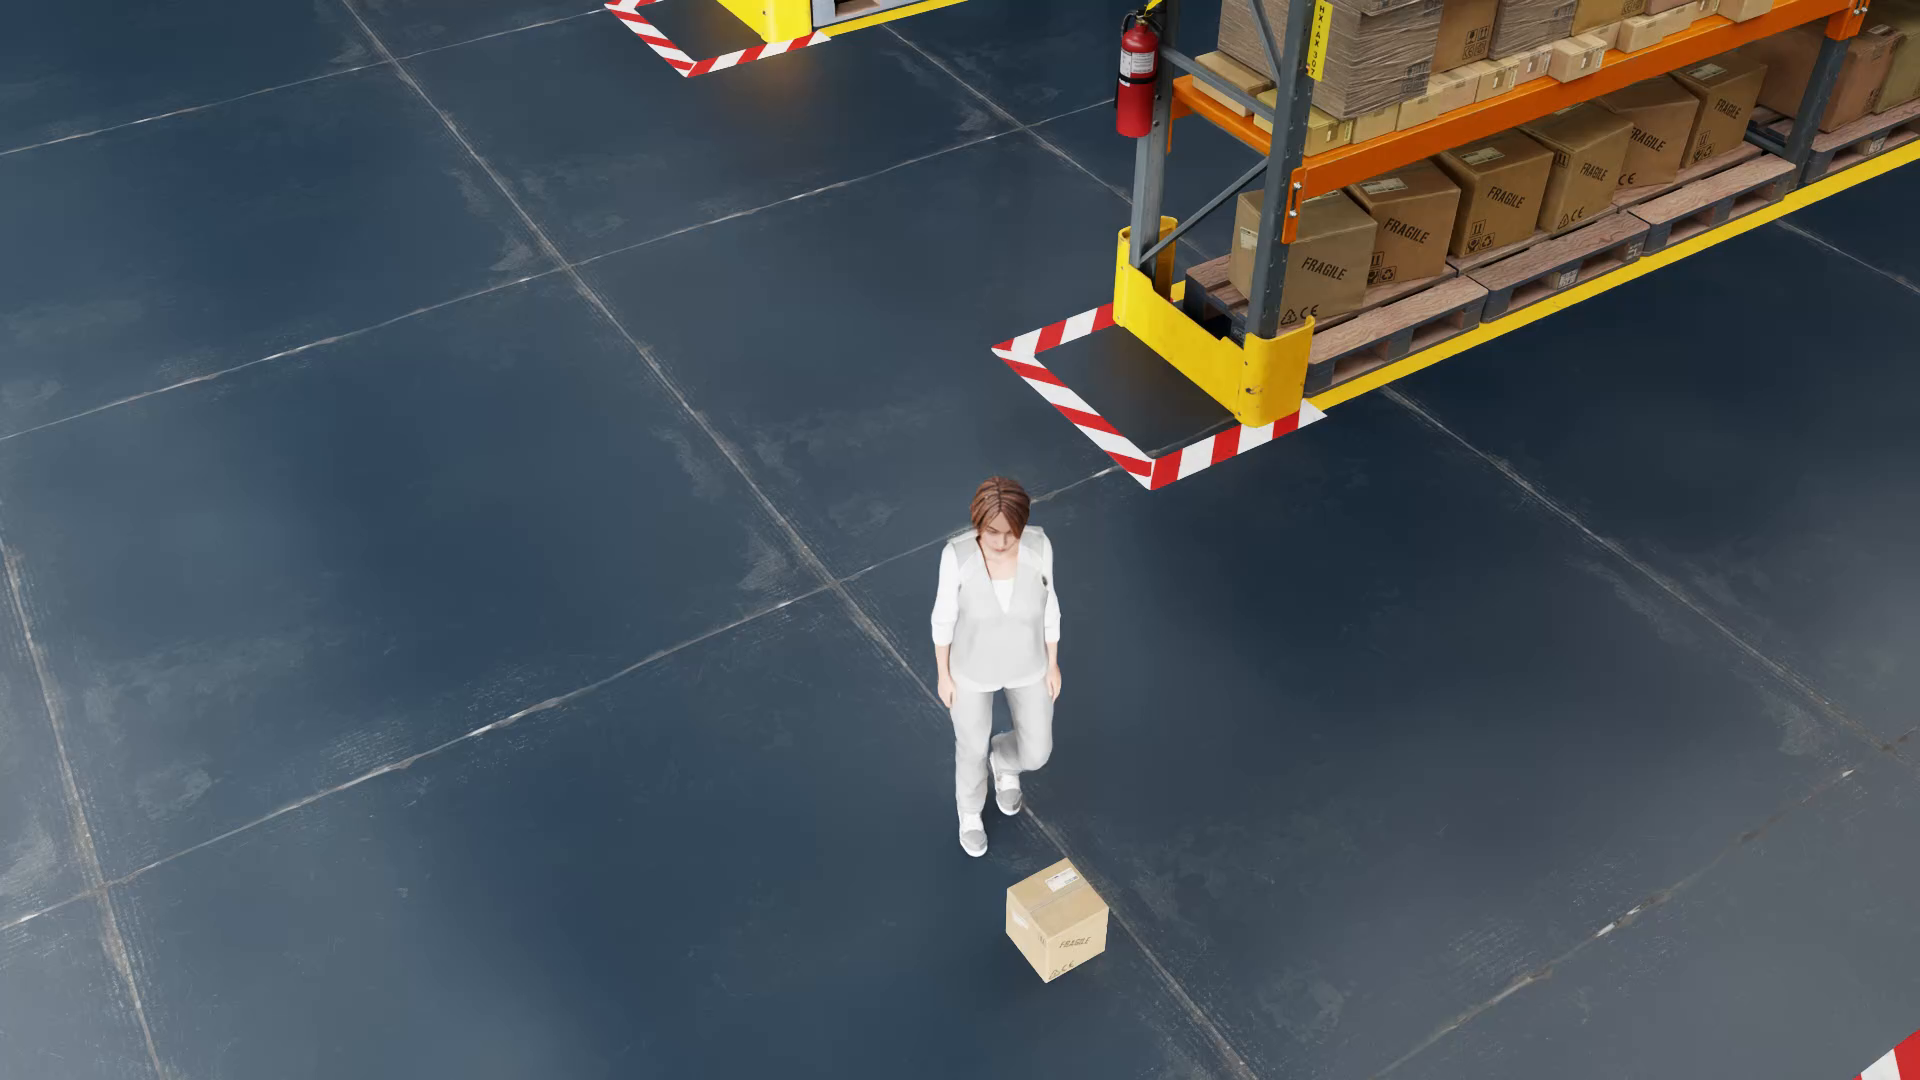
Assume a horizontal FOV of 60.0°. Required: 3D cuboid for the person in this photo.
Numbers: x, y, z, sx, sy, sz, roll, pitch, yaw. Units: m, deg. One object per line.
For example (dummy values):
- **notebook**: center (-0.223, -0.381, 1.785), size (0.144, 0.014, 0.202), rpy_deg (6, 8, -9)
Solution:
- **person**: center (0.122, 0.426, 5.657), size (0.436, 1.603, 0.394), rpy_deg (-5, 42, -6)
